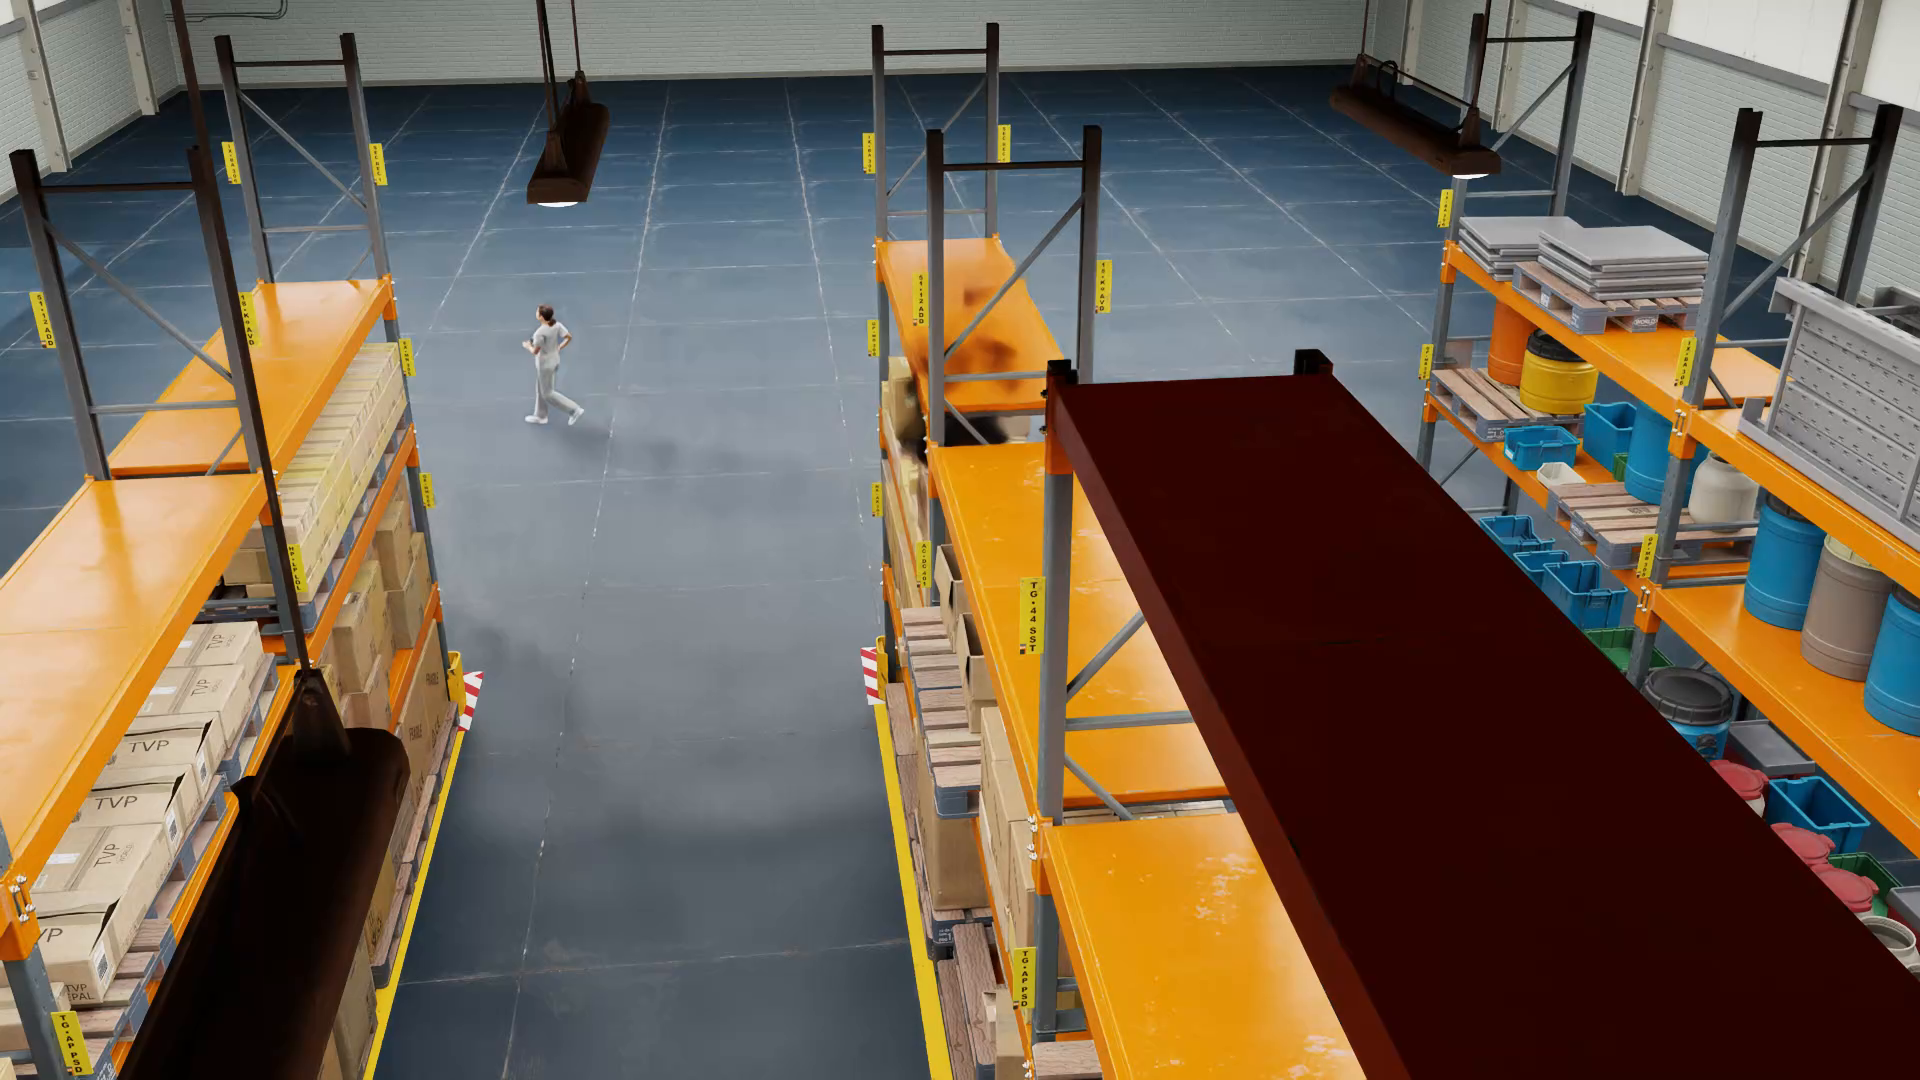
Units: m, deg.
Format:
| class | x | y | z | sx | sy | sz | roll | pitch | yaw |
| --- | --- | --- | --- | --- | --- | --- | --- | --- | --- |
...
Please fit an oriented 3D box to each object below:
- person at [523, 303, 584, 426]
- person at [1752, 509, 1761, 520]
| class | x | y | z | sx | sy | sz | roll | pitch | yaw |
| --- | --- | --- | --- | --- | --- | --- | --- | --- | --- |
| person | -5.231 | -2.229 | 21.231 | 0.929 | 1.645 | 0.574 | 8 | 27 | 17 |
| person | 8.541 | -0.783 | 18.152 | 0.785 | 1.734 | 0.693 | 11 | 28 | 22 |
